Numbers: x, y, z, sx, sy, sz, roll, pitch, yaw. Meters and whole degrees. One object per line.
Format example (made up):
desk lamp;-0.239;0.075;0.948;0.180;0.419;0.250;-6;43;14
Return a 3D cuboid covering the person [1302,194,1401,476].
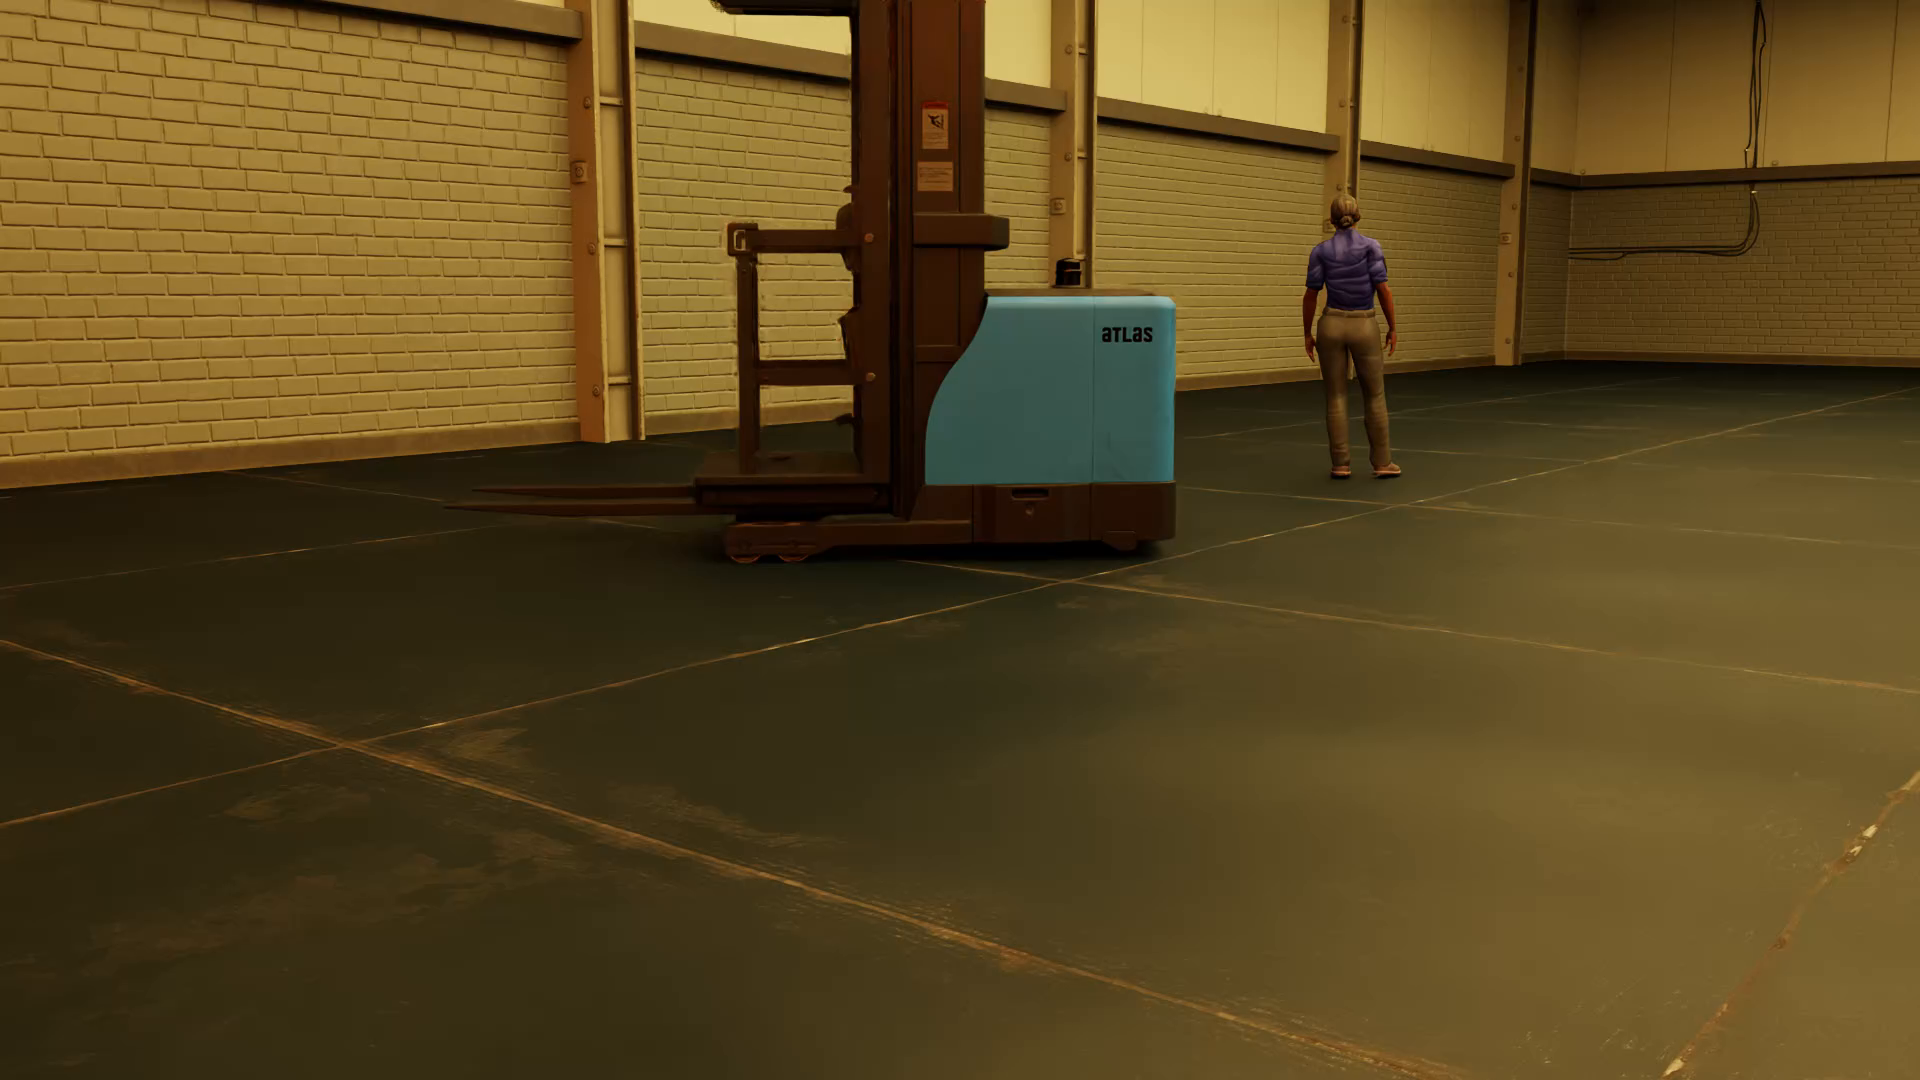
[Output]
person;2.334;-1.204;9.871;0.569;1.654;0.504;3;9;22

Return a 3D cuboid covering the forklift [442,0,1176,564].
forklift;-0.643;-1.434;7.083;3.031;2.935;1.130;-1;8;-5
